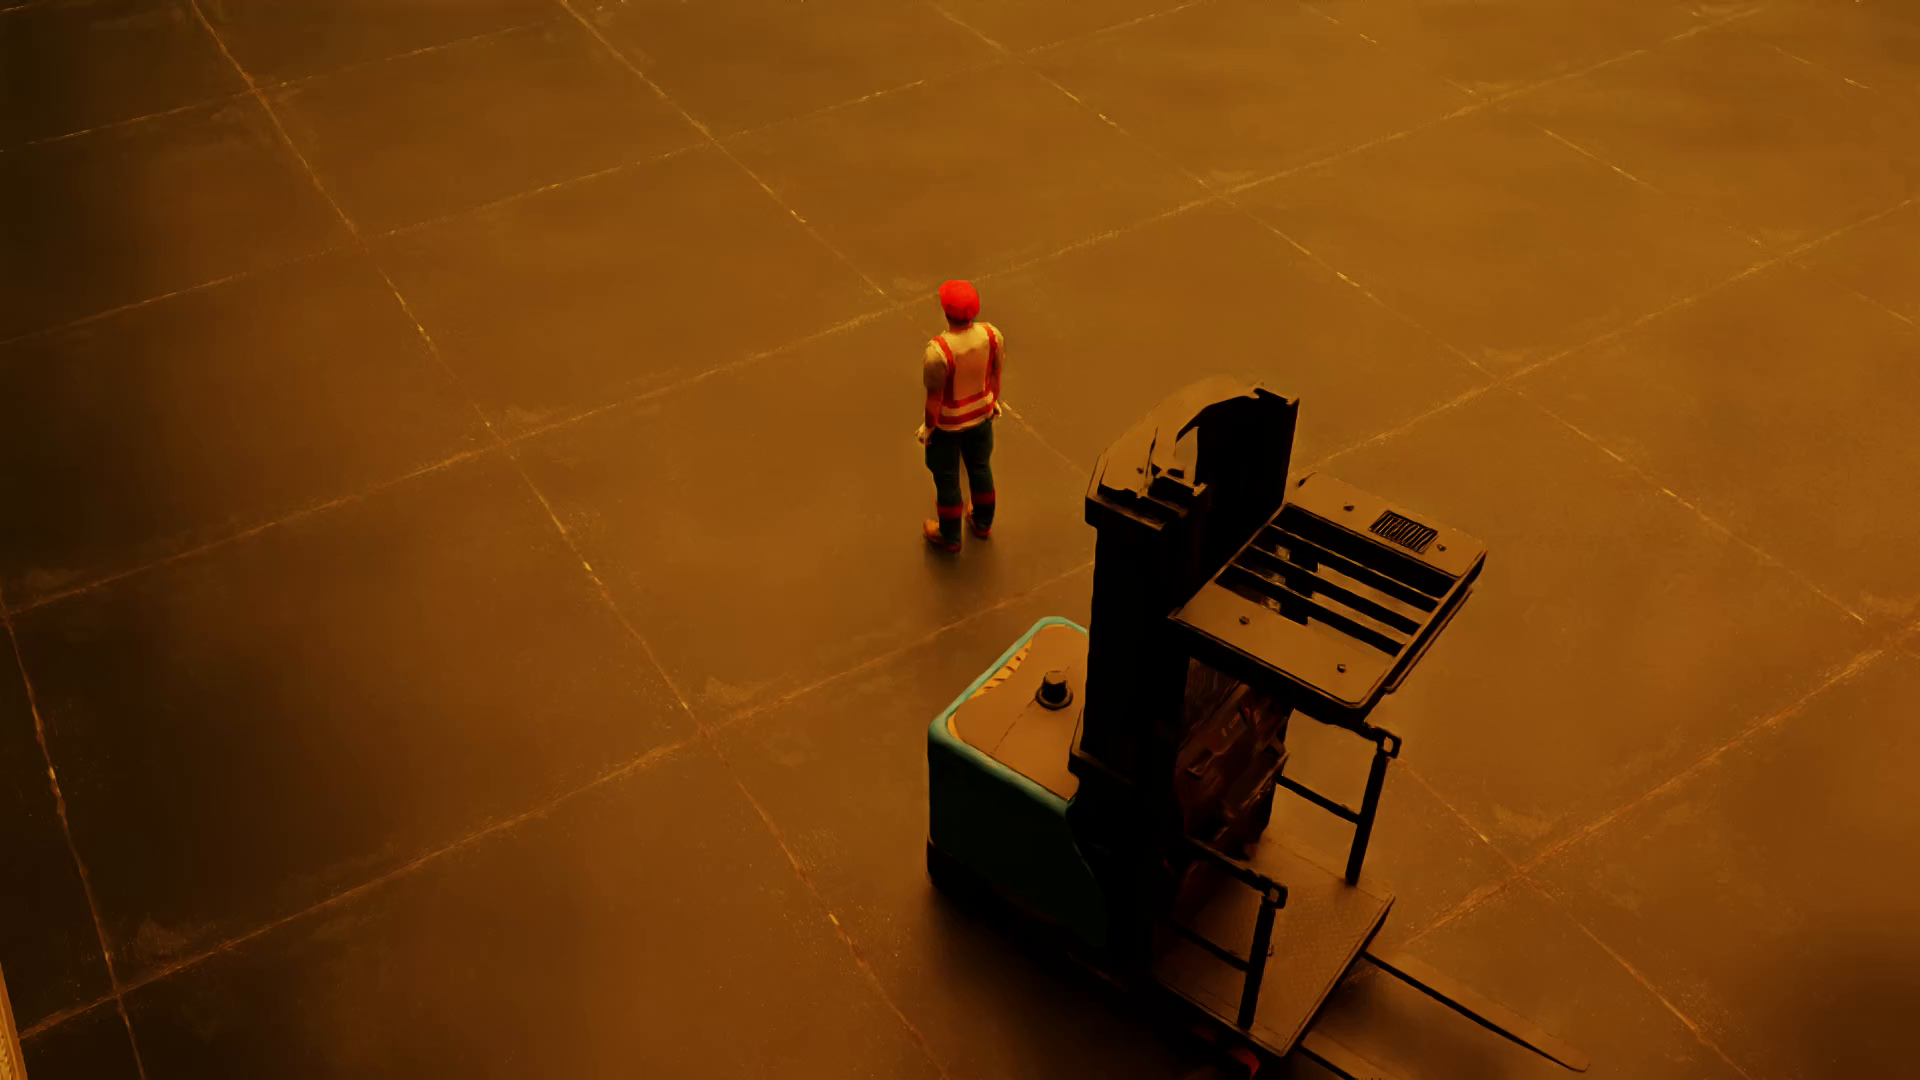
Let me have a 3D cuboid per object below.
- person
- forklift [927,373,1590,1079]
[{"bbox_3d":[-0.012,-0.716,9.496,0.540,1.795,0.349,-23,46,-24],"label":"person"},{"bbox_3d":[1.317,0.889,6.854,3.031,2.935,1.130,27,48,27],"label":"forklift"}]
